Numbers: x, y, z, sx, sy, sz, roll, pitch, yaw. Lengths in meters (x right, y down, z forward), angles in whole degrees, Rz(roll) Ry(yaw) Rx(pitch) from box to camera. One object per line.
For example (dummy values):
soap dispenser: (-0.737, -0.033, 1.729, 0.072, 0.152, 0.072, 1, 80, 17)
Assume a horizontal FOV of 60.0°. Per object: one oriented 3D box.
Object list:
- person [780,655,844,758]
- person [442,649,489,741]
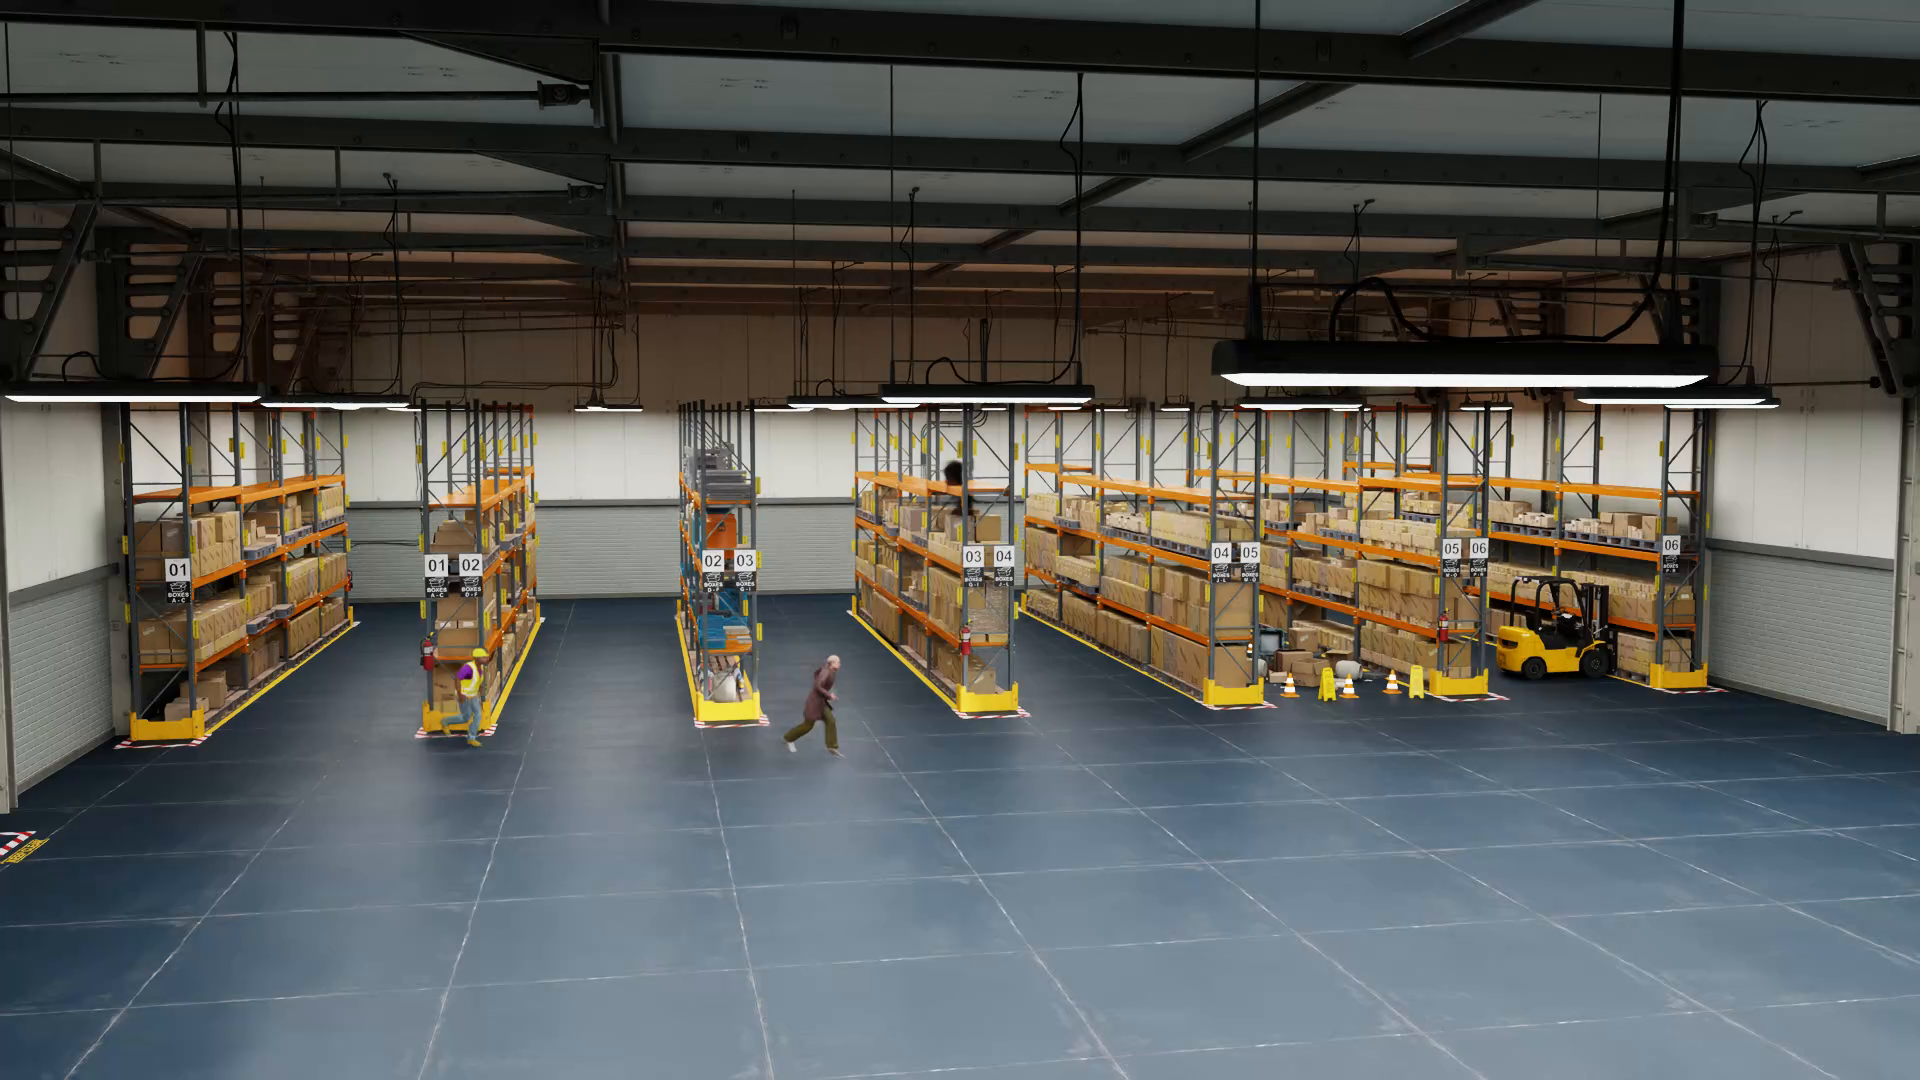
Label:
person: (-2.472, 2.790, 27.835, 1.099, 1.745, 0.702, 0, 4, 3)
person: (-8.562, 2.680, 28.833, 0.870, 1.616, 0.704, 1, 4, 10)
